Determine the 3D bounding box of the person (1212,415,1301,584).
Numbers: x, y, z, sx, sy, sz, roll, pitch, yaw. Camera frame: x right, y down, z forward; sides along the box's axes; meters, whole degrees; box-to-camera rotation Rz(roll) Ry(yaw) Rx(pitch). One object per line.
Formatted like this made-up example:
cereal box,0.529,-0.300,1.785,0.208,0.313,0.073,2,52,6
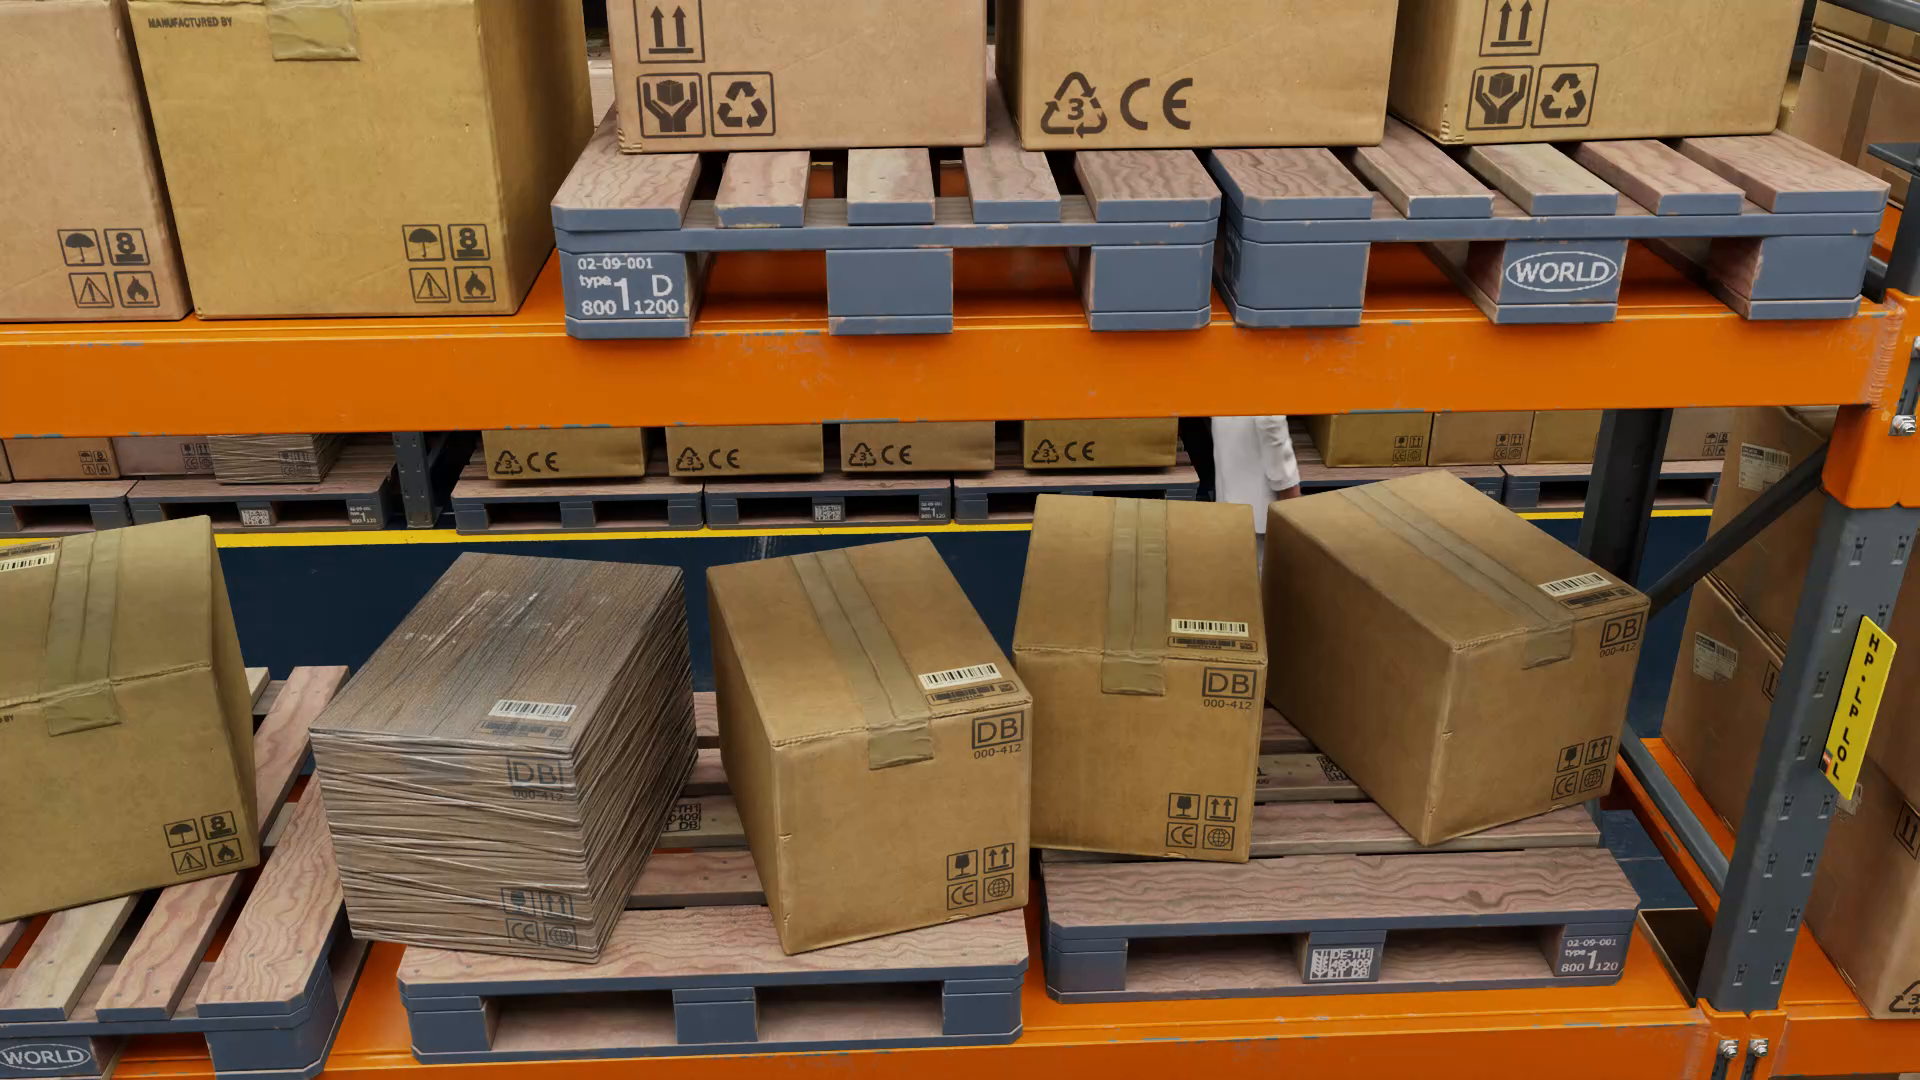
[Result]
person,1.225,-0.323,6.765,0.416,1.774,0.655,-2,27,-4
